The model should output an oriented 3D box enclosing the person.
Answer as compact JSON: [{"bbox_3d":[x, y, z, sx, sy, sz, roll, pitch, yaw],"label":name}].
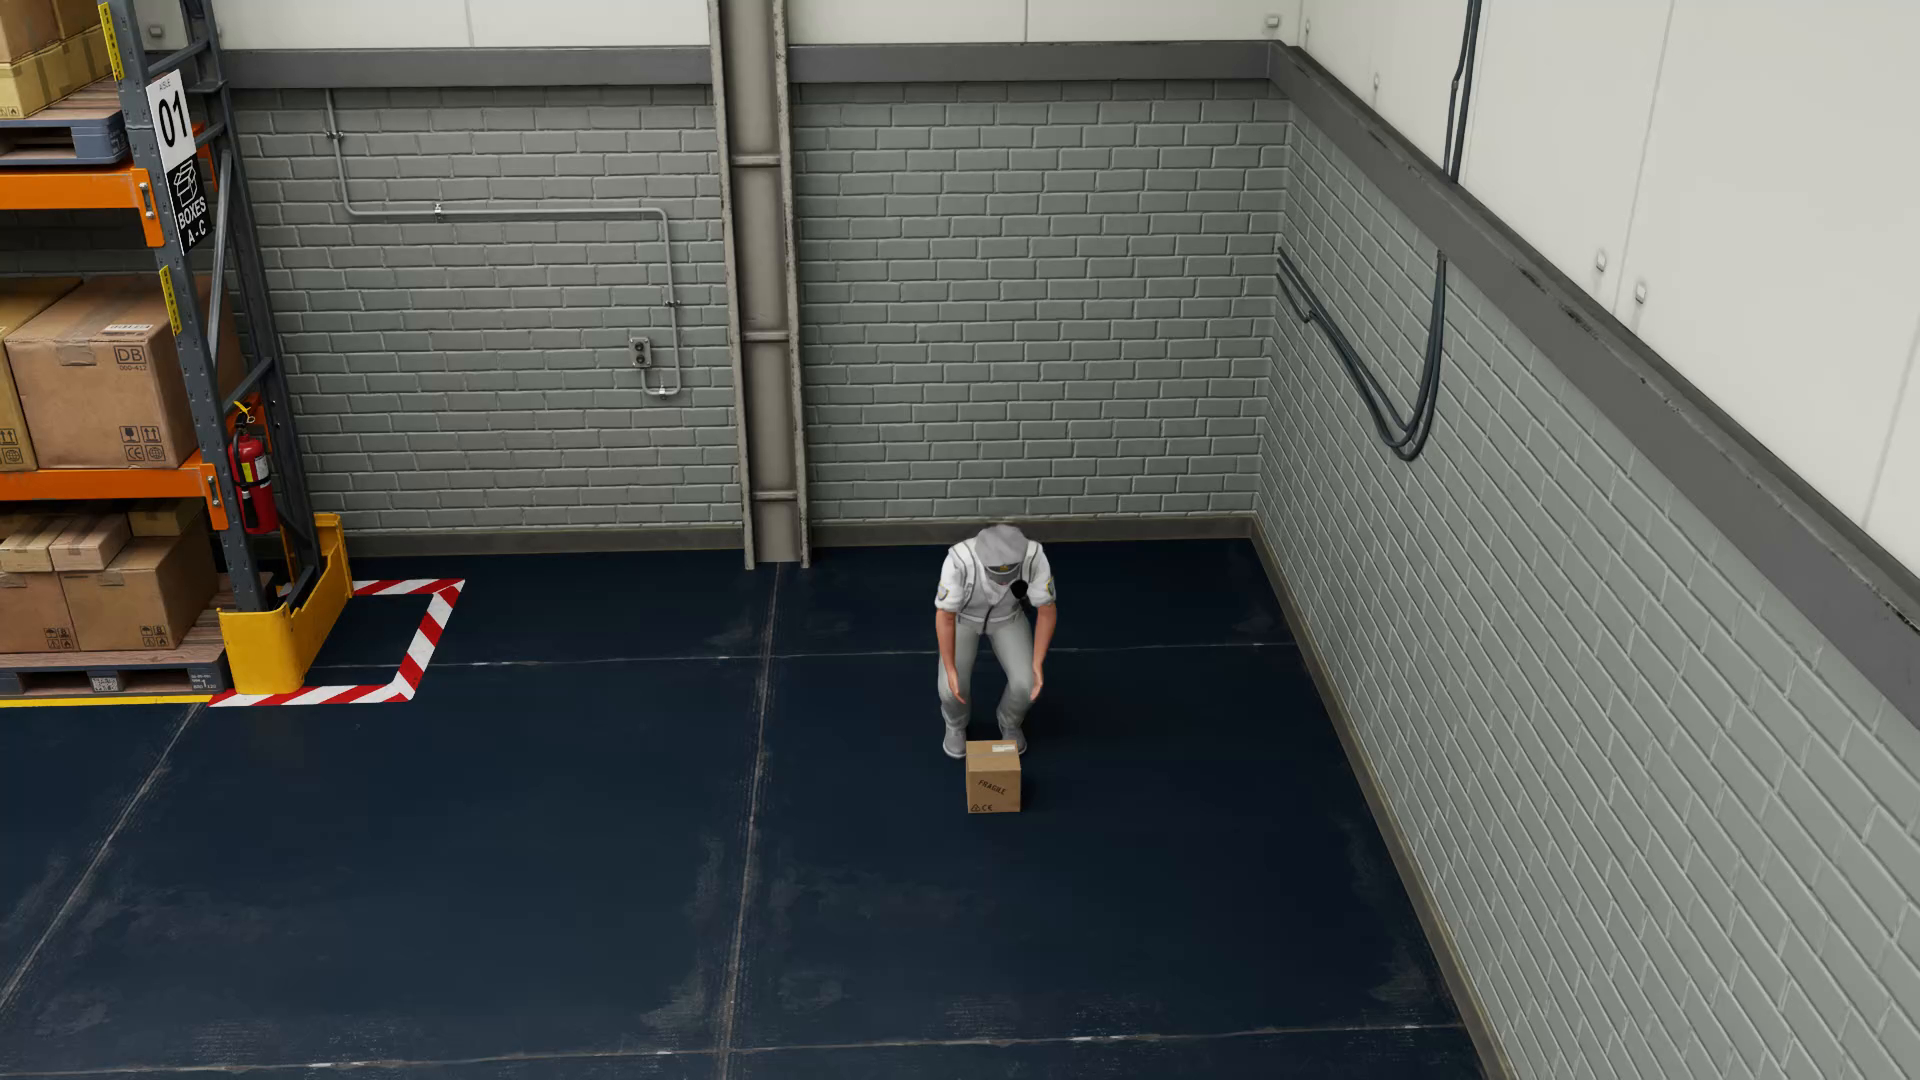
[{"bbox_3d":[0.169,0.453,8.149,0.590,1.381,0.826,-1,27,-3],"label":"person"}]
